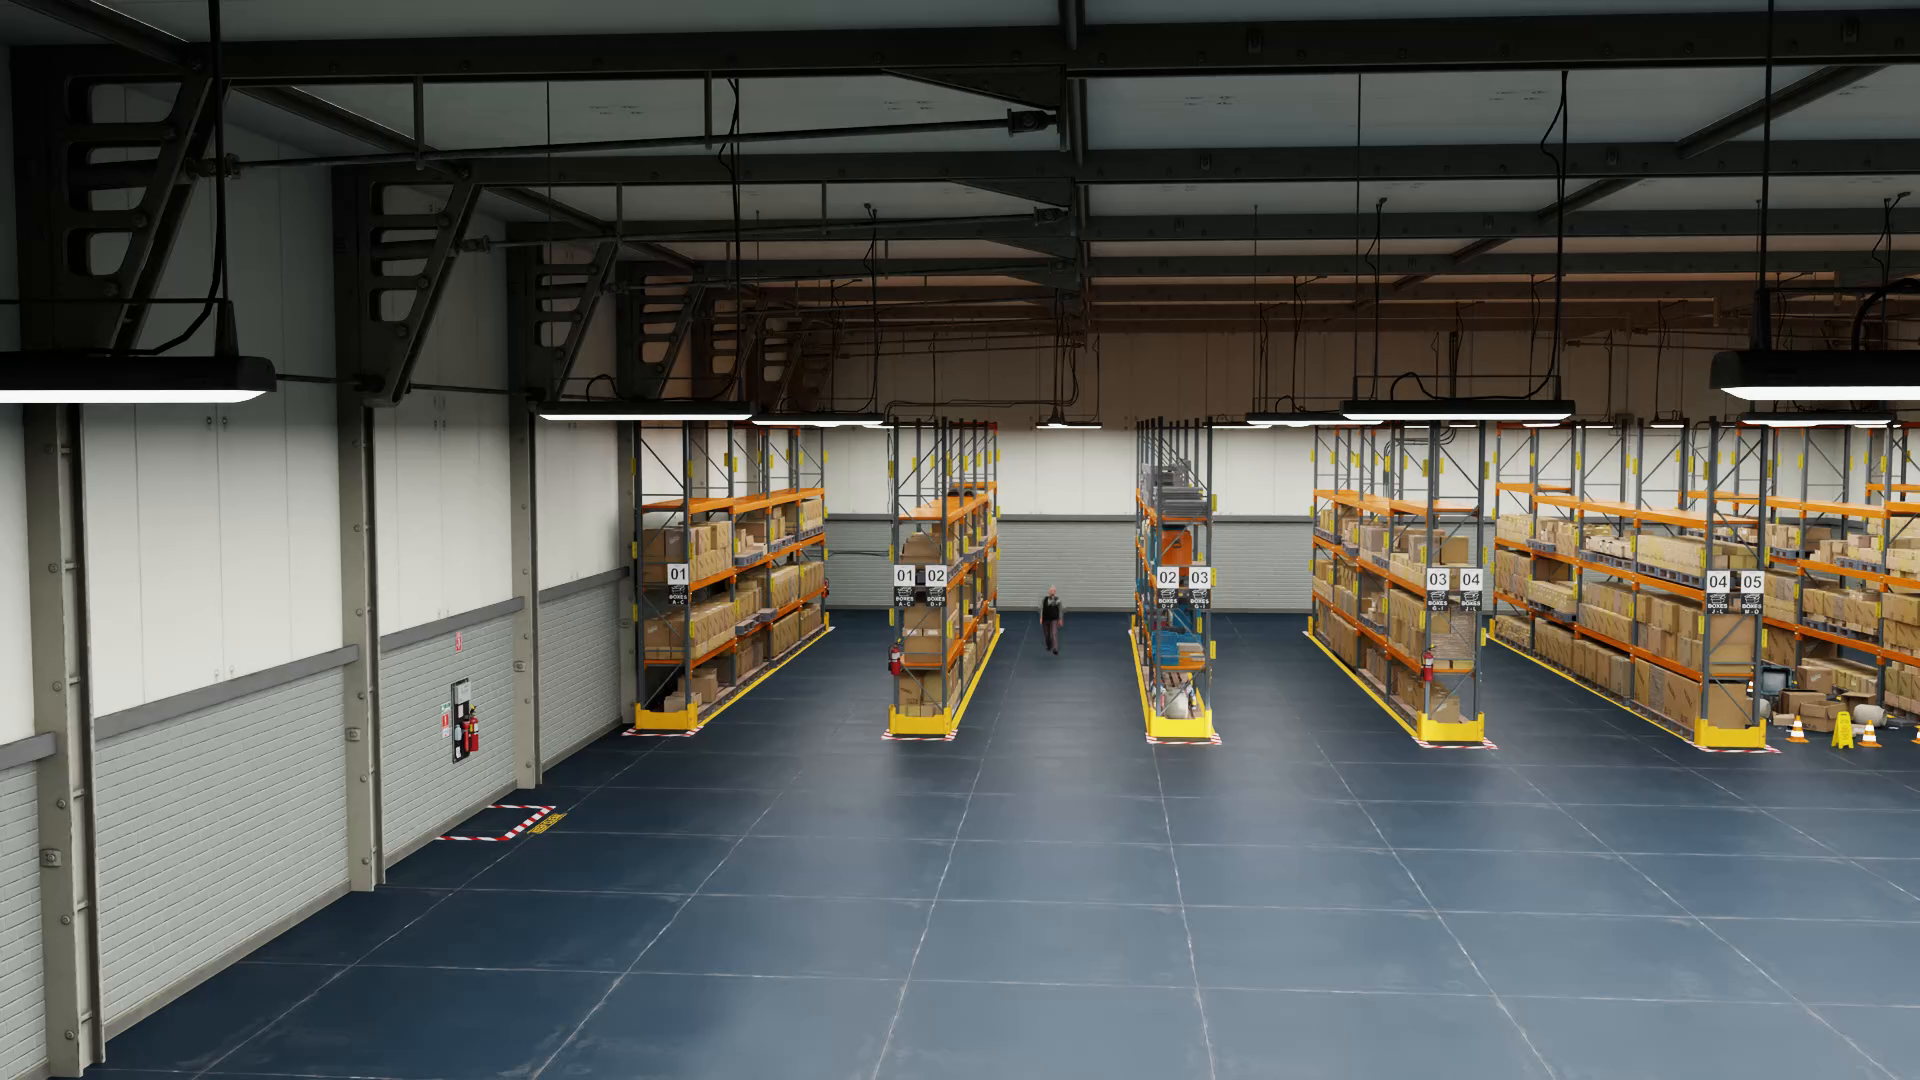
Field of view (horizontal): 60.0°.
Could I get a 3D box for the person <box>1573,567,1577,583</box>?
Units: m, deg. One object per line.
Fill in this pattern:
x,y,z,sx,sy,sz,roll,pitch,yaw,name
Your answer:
17.921,1.680,48.492,0.644,1.788,0.414,2,4,25,person

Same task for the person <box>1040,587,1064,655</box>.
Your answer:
2.285,2.016,41.654,0.594,1.679,0.982,1,4,17,person
